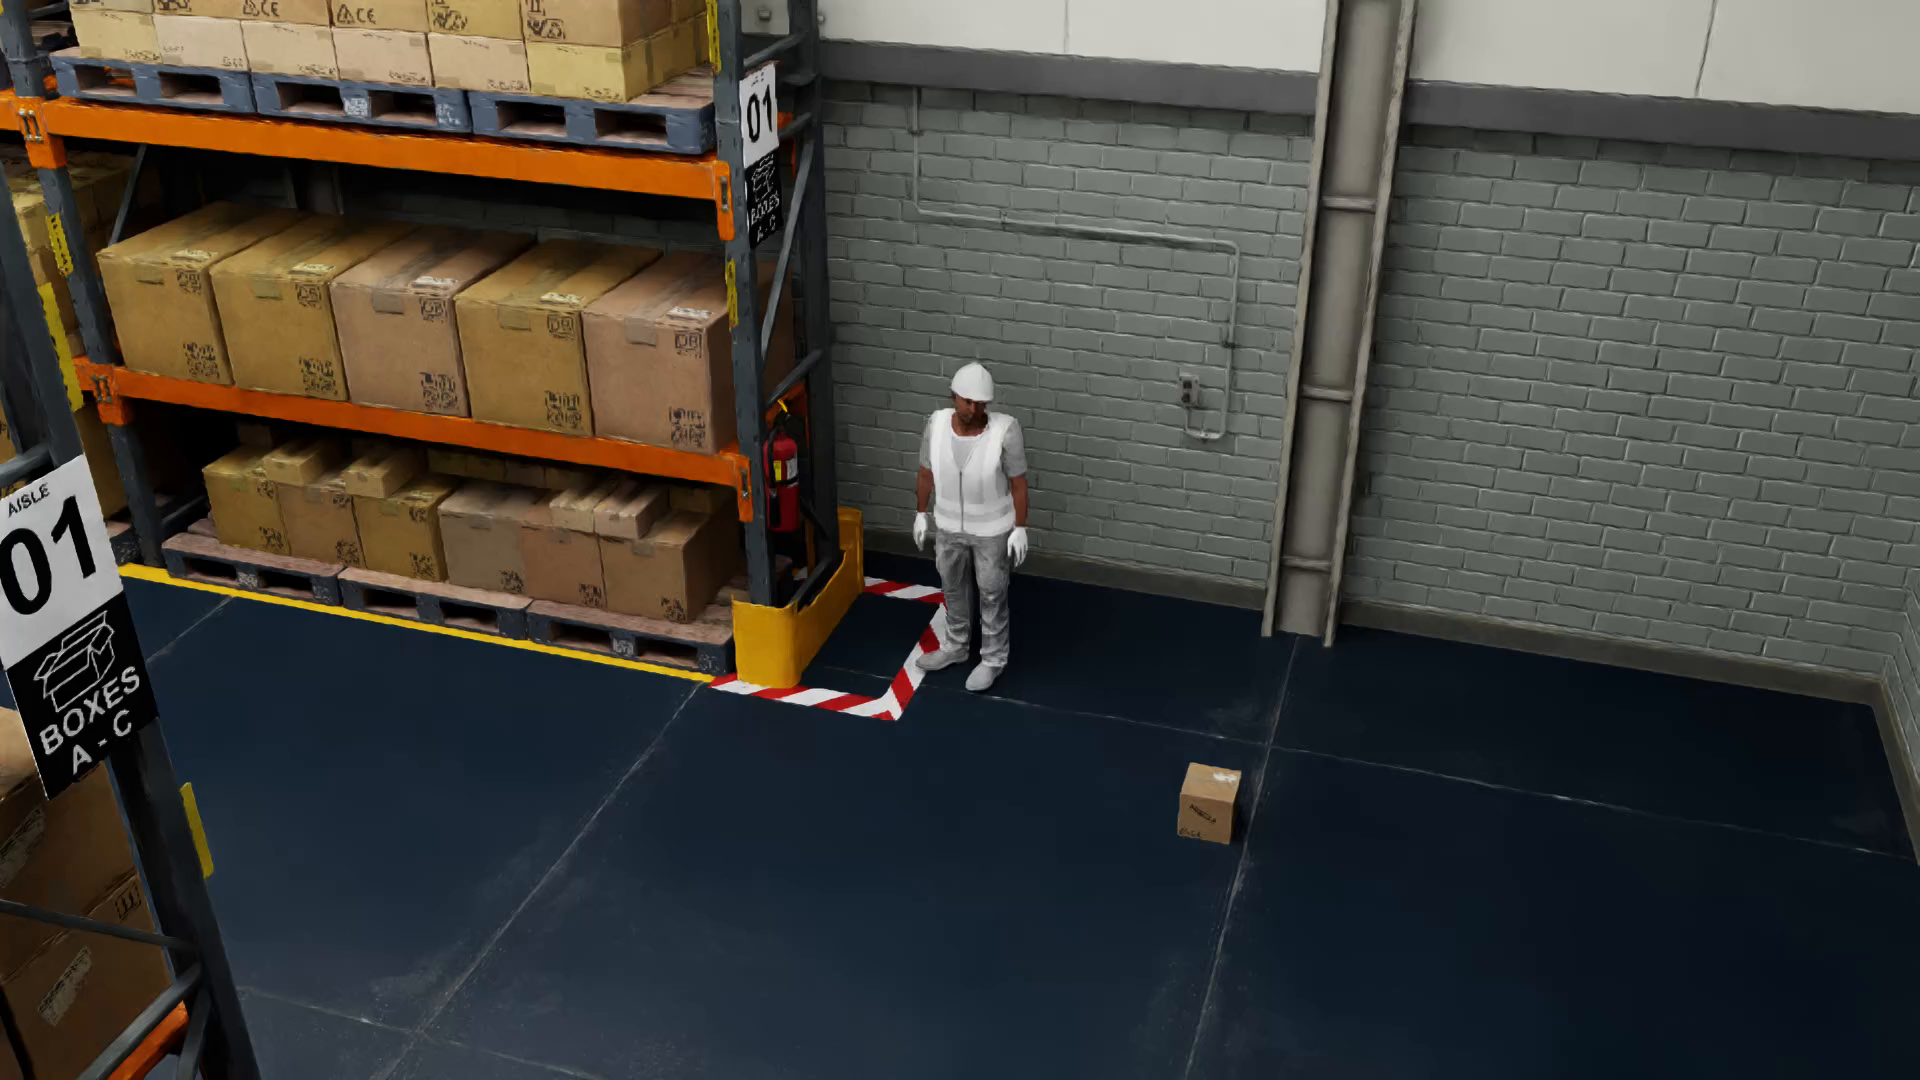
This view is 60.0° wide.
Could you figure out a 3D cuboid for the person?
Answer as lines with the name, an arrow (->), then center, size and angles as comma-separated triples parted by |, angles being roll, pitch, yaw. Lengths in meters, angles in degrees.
person -> 0.052, -0.065, 8.547 | 0.638, 1.791, 0.392 | 12, 31, 21
